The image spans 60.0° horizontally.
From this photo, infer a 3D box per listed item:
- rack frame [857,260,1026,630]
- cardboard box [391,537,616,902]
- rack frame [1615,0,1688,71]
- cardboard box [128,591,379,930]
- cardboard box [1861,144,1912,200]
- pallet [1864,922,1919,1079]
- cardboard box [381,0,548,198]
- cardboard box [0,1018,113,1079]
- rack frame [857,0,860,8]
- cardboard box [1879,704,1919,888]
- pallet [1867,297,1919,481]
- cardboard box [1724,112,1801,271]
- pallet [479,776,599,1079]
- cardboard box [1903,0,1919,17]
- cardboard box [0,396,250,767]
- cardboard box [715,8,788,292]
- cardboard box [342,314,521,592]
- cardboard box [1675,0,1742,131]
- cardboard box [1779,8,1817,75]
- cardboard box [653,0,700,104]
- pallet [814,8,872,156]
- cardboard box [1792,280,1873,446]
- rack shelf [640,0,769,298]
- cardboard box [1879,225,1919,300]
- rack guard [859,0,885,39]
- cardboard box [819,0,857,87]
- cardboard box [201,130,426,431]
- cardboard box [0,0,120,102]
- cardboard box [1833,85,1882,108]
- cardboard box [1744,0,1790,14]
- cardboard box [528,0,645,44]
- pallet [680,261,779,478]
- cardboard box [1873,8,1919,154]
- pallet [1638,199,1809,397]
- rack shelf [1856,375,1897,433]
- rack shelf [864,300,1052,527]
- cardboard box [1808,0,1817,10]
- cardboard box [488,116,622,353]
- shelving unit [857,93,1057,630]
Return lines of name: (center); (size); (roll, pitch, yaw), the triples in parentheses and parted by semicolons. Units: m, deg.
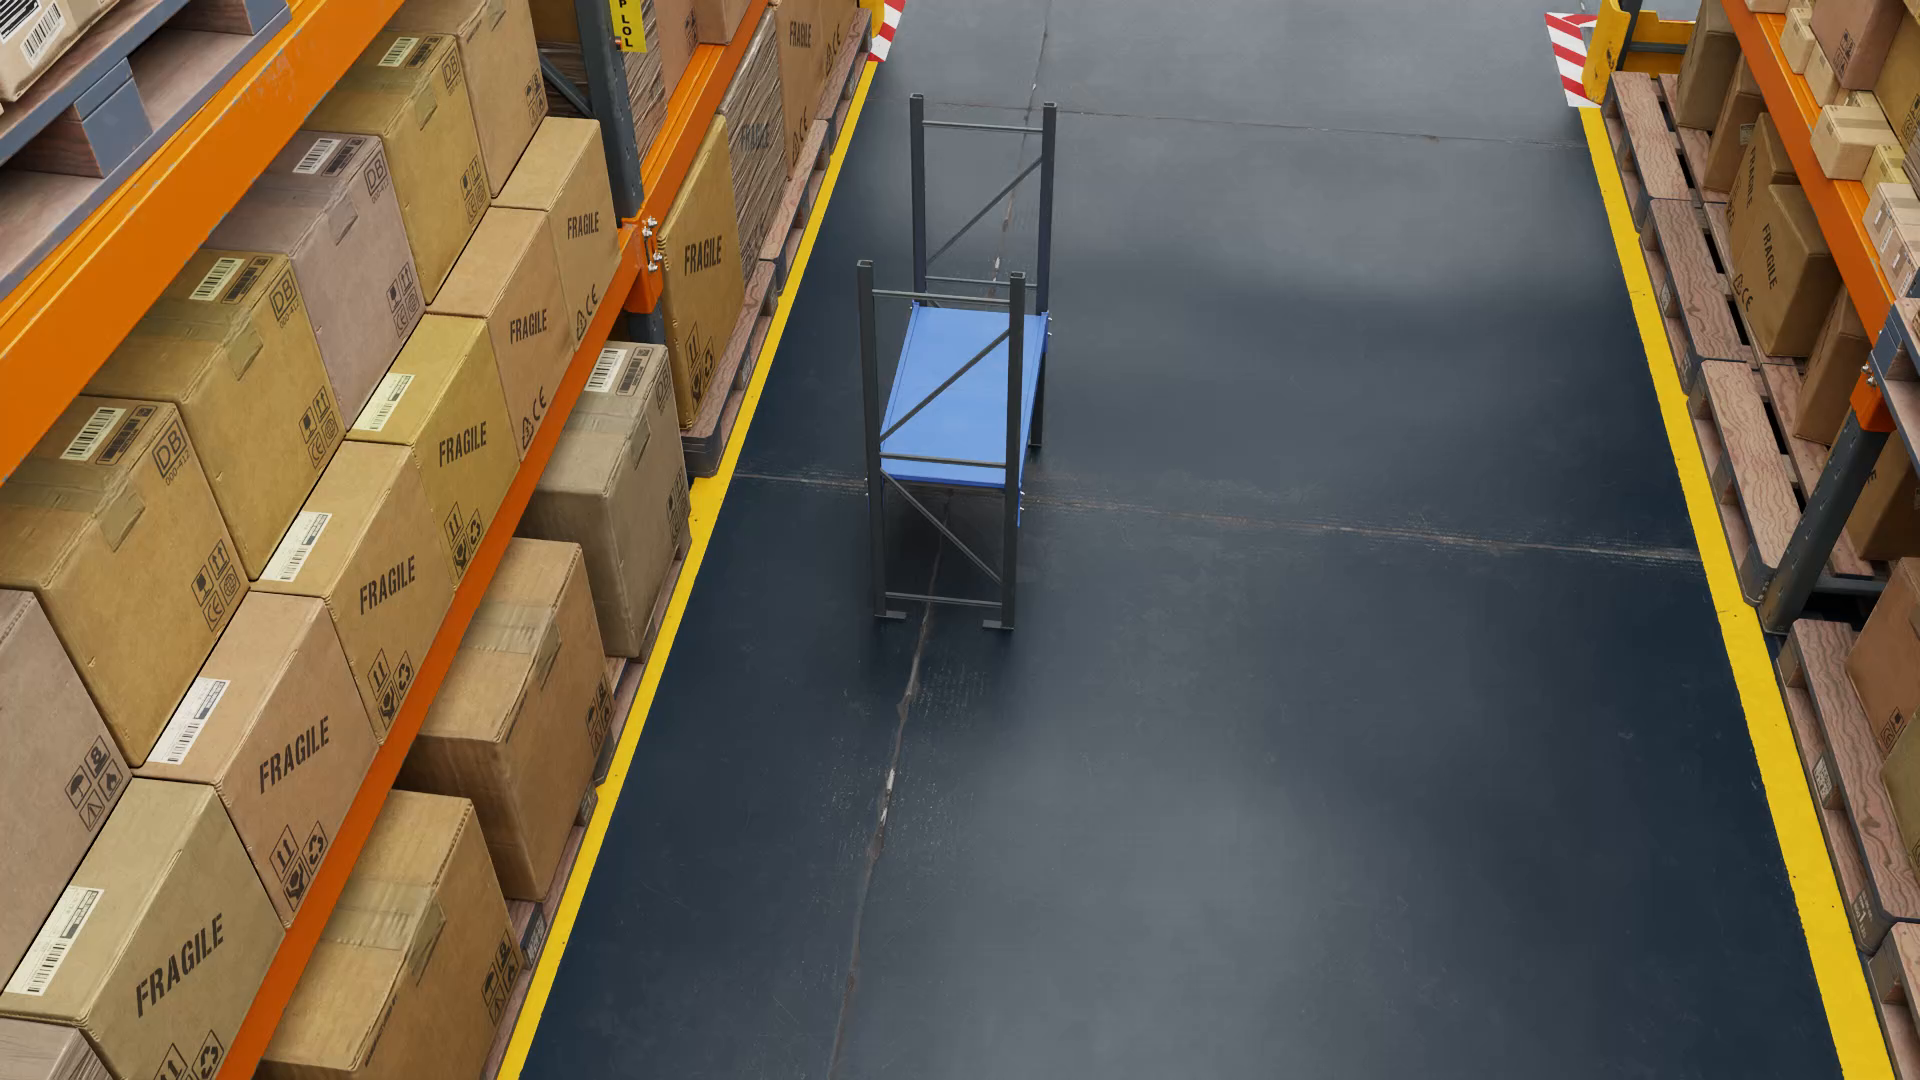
rack frame: (-0.056, -0.256, 5.430); (0.500, 1.500, 0.032); (5, 44, 6)
cardboard box: (-1.674, 0.483, 4.889); (1.050, 0.750, 0.750); (5, 44, 6)
rack frame: (3.882, -3.476, 7.739); (1.000, 3.000, 0.127); (5, 44, 6)
cardboard box: (-1.620, 0.448, 3.522); (0.500, 0.500, 0.500); (5, 44, 5)
cardboard box: (3.225, -1.166, 5.483); (0.380, 0.149, 0.250); (5, 44, 6)
pallet: (3.093, 1.627, 4.378); (1.003, 0.211, 1.213); (5, 44, 6)
cardboard box: (-1.610, -1.330, 4.673); (0.700, 0.500, 0.500); (5, 44, 5)
cardboard box: (-1.752, 1.139, 2.793); (0.500, 0.500, 0.500); (6, 44, 6)
rack frame: (-1.021, -3.996, 8.288); (1.000, 3.000, 0.127); (5, 44, 6)
cardboard box: (3.169, 0.738, 4.787); (0.700, 0.500, 0.500); (5, 44, 5)
pallet: (3.108, -0.173, 4.390); (1.003, 0.211, 1.213); (5, 44, 6)
cardboard box: (3.636, -1.461, 7.124); (0.500, 0.500, 0.500); (9, 44, 9)
pallet: (-1.736, 1.110, 4.925); (1.003, 0.211, 1.213); (5, 44, 6)
cardboard box: (3.205, -1.930, 5.090); (0.500, 0.500, 0.500); (5, 44, 6)
cardboard box: (-1.878, 0.057, 3.208); (0.700, 0.500, 0.500); (5, 44, 5)
cardboard box: (-1.282, -1.687, 7.090); (0.875, 0.875, 0.875); (6, 44, 6)
cardboard box: (-1.488, -0.237, 4.246); (0.500, 0.500, 0.500); (6, 44, 6)
cardboard box: (3.783, -2.297, 8.006); (0.500, 0.500, 0.500); (13, 45, 13)
cardboard box: (3.303, -1.853, 6.208); (0.380, 0.149, 0.250); (5, 44, 6)
cardboard box: (-1.463, -1.953, 6.022); (0.875, 0.550, 0.550); (5, 44, 6)
pallet: (-1.049, -2.431, 8.664); (1.003, 0.211, 1.213); (5, 44, 6)
cardboard box: (3.514, -0.655, 6.272); (0.500, 0.500, 0.500); (19, 46, 19)
rack shelf: (-1.286, -2.371, 7.096); (1.077, 0.370, 4.000); (5, 44, 6)
cardboard box: (3.090, -0.832, 5.130); (0.380, 0.149, 0.250); (5, 44, 6)
rack guard: (-1.018, -3.104, 9.165); (1.175, 0.500, 0.348); (5, 44, 6)
cardboard box: (-1.045, -2.908, 8.380); (0.875, 0.875, 0.875); (5, 44, 6)
cardboard box: (-1.743, -0.635, 3.939); (0.700, 0.500, 0.500); (6, 44, 6)
cardboard box: (-1.631, -0.954, 2.581); (0.500, 0.311, 0.500); (5, 44, 5)
cardboard box: (3.311, -1.505, 5.841); (0.380, 0.149, 0.250); (5, 44, 6)
cardboard box: (3.313, -2.199, 6.573); (0.380, 0.149, 0.250); (5, 44, 6)
cardboard box: (-1.467, -1.964, 5.249); (0.875, 0.550, 0.550); (5, 44, 6)
pallet: (-1.372, -0.768, 6.908); (1.003, 0.211, 1.213); (5, 44, 6)
cardboard box: (3.575, -1.533, 5.398); (0.875, 0.500, 0.500); (5, 44, 6)
pallet: (3.566, -1.032, 7.186); (1.003, 0.211, 1.213); (5, 44, 6)
rack shelf: (3.089, 0.874, 3.668); (1.077, 0.370, 4.000); (5, 44, 6)
rack shelf: (0.011, -0.472, 5.919); (0.538, 0.185, 1.000); (5, 44, 6)
cardboard box: (3.648, -2.220, 6.124); (0.875, 0.500, 0.500); (5, 44, 6)
cardboard box: (-1.354, -0.926, 4.973); (0.500, 0.500, 0.500); (5, 44, 5)
shelving unit: (0.011, -0.603, 5.796); (0.538, 1.500, 1.048); (5, 44, 6)
